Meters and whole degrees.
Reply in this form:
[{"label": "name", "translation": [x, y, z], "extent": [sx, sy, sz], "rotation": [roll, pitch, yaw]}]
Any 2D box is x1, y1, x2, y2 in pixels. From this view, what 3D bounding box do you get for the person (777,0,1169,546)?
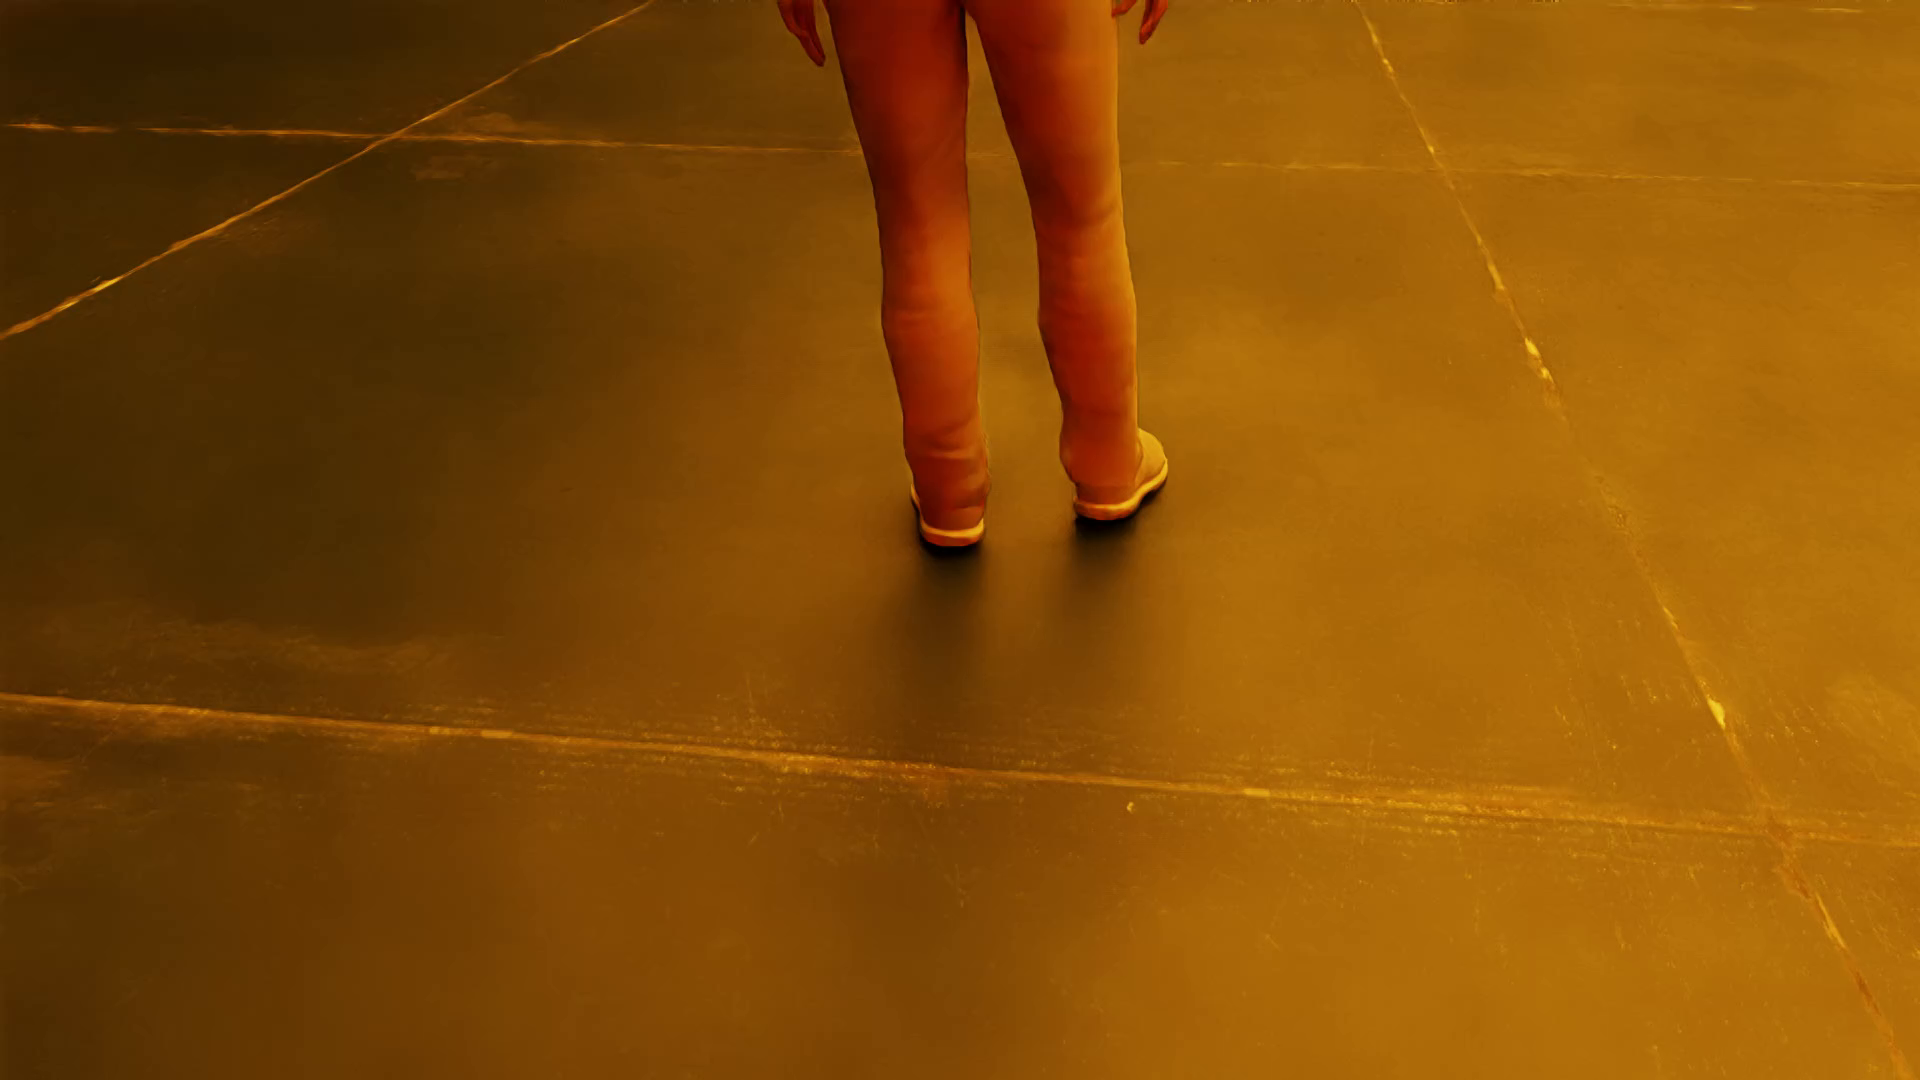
[{"label": "person", "translation": [0.029, -0.797, 2.183], "extent": [0.570, 1.695, 0.529], "rotation": [3, 27, 7]}]
